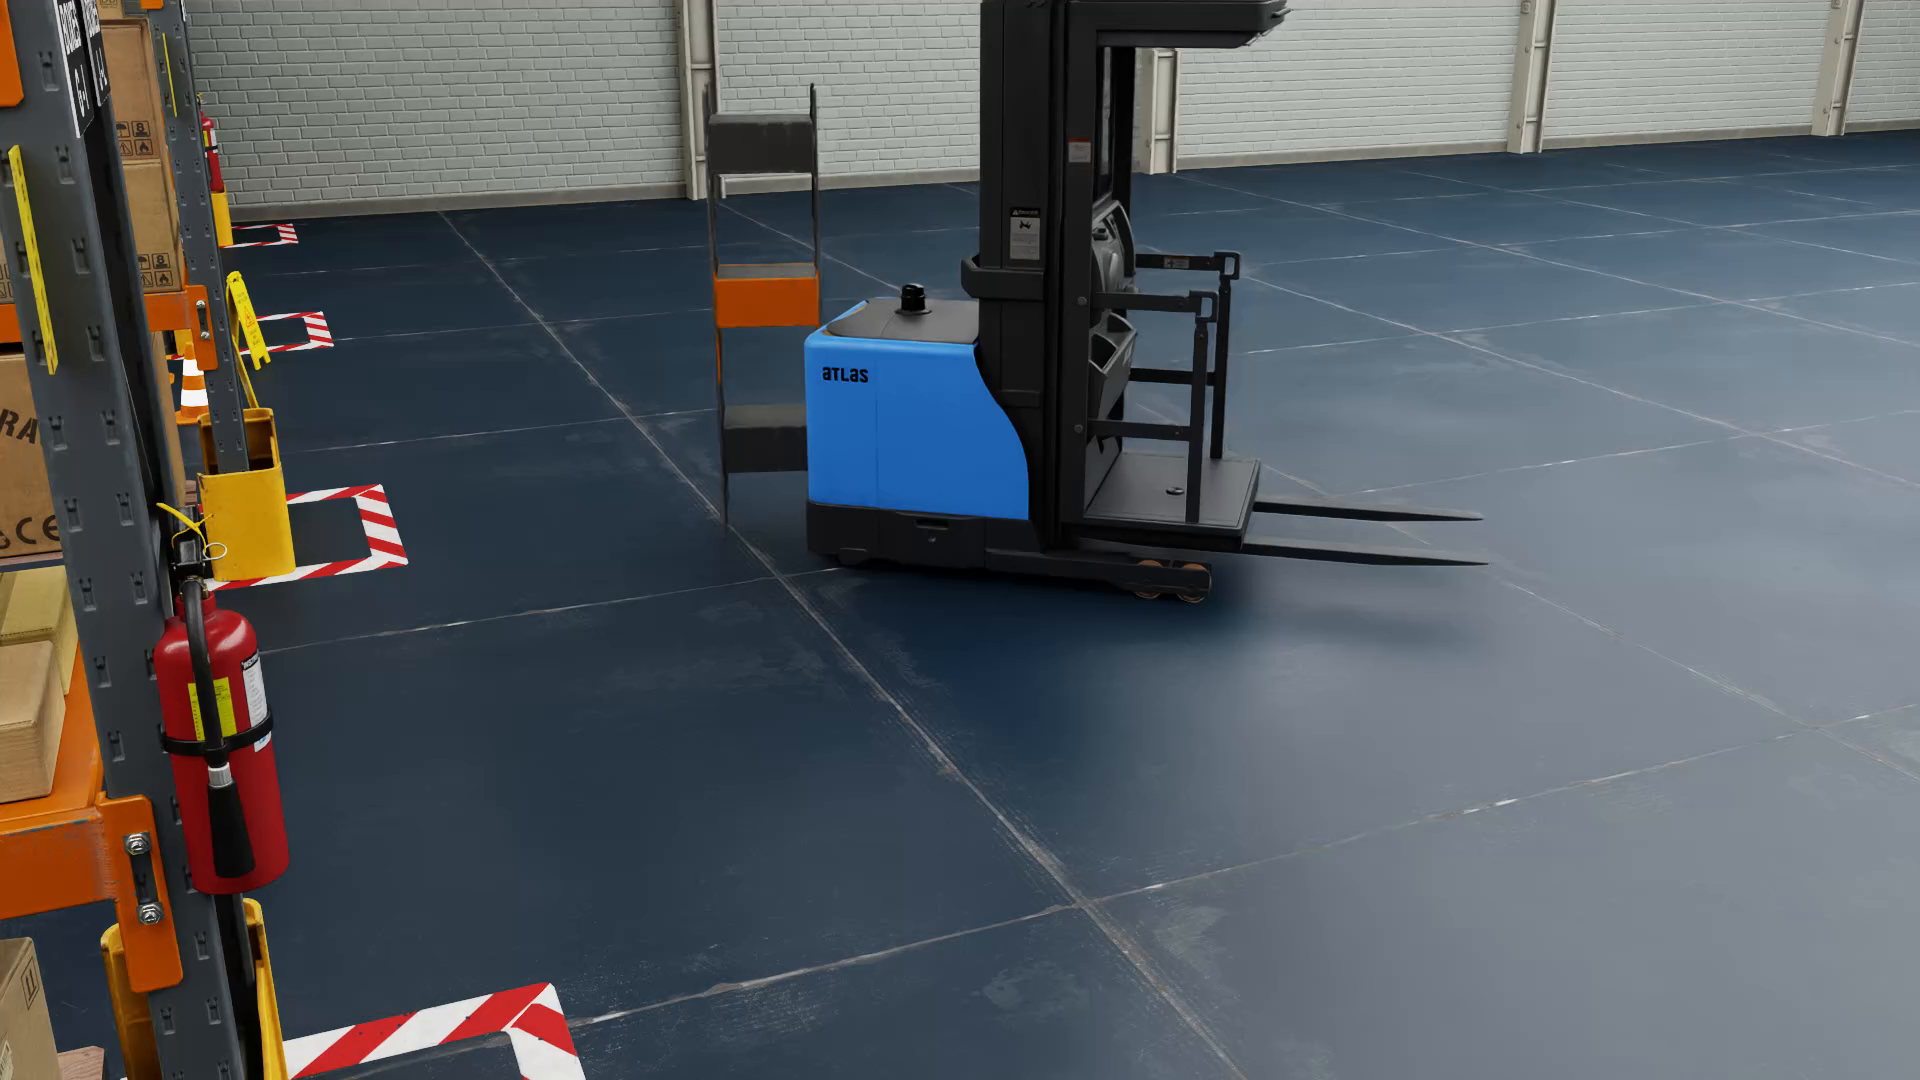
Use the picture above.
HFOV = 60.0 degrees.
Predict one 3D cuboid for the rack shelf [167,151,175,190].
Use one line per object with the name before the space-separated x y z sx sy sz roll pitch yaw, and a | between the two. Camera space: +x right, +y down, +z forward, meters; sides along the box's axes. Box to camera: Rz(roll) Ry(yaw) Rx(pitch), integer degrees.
rack shelf | -7.331 -2.308 11.145 4.000 0.370 1.077 -8 21 -22

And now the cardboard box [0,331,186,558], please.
cardboard box | -4.037 -0.501 7.496 0.875 0.875 0.875 -8 21 -22

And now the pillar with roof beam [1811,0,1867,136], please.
pillar with roof beam | 15.282 -9.281 20.833 0.400 9.000 9.100 -8 21 -22

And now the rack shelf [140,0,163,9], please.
rack shelf | -5.277 -2.227 6.397 4.000 0.370 1.077 -8 21 -22

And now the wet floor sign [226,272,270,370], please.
wet floor sign | -4.896 -1.499 11.308 0.232 0.644 0.267 -1 19 -3

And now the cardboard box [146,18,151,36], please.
cardboard box | -7.709 -4.806 15.580 0.250 0.149 0.380 -8 21 -22

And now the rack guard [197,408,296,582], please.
rack guard | -3.419 -0.239 7.947 0.348 0.500 1.175 -8 21 -22

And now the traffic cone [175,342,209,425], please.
traffic cone | -4.626 -0.971 10.082 0.334 0.463 0.336 -8 21 -22

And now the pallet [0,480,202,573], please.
pallet | -4.144 0.030 7.620 1.213 0.211 1.003 -8 21 -22

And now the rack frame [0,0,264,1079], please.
rack frame | -1.570 0.110 3.192 0.053 2.616 0.949 -8 21 -22

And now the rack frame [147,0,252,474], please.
rack frame | -3.441 -1.415 7.523 0.127 3.000 1.000 -8 21 -22

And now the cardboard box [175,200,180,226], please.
cardboard box | -7.770 -3.167 16.008 0.500 0.250 0.500 -8 21 -22

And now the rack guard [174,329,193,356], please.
rack guard | -5.564 -1.722 12.159 0.348 0.500 1.175 -8 21 -22

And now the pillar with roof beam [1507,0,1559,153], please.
pillar with roof beam | 9.773 -8.492 18.591 0.400 9.000 9.100 -8 21 -22

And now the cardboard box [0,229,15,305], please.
cardboard box | -4.260 -1.344 7.096 0.550 0.550 0.875 -8 21 -22

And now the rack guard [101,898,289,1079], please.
rack guard | -1.639 1.300 3.576 0.348 0.500 1.175 -8 21 -22

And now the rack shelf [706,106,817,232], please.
rack shelf | -0.910 -1.714 7.661 0.480 0.518 0.431 -2 20 -6

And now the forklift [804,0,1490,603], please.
forklift | 0.866 -1.304 7.313 3.031 2.935 1.130 5 20 13

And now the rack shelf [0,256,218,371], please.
rack shelf | -5.277 -0.812 6.895 4.000 0.370 1.077 -8 21 -22

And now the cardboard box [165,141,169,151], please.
cardboard box | -7.763 -3.641 15.849 0.500 0.250 0.500 -7 21 -20

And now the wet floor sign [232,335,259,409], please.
wet floor sign | -4.199 -0.912 9.640 0.232 0.644 0.267 -12 23 -31

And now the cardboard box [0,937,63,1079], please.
cardboard box | -2.149 1.169 3.316 0.500 0.500 0.500 -4 20 -12

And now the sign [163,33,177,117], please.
sign | -3.239 -1.905 6.816 0.005 0.325 0.100 -8 21 -22

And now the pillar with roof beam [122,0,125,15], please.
pillar with roof beam | -6.755 -6.124 11.866 0.400 9.000 9.100 -8 21 -22

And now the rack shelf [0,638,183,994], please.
rack shelf | -3.405 0.714 2.562 4.000 0.370 1.077 -8 21 -22

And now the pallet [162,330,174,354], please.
pallet | -6.324 -1.489 11.934 1.213 0.211 1.003 -8 21 -22

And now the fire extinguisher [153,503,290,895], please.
fire extinguisher | -1.281 0.273 2.846 0.183 0.674 0.296 -8 21 -22

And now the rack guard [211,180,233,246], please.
rack guard | -7.442 -3.248 16.494 0.348 0.500 1.175 -8 21 -22

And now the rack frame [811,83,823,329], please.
rack frame | -0.668 -1.075 7.914 0.015 2.100 0.400 -2 20 -6

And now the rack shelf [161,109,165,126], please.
rack shelf | -9.300 -3.822 15.442 4.000 0.370 1.077 -8 21 -22

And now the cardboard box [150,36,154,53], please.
cardboard box | -7.671 -4.646 15.574 0.250 0.149 0.380 -8 21 -21

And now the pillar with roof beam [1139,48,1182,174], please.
pillar with roof beam | 4.263 -7.703 16.349 0.400 9.000 9.100 -8 21 -22

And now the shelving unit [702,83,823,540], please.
shelving unit | -0.910 -1.066 7.889 0.503 2.100 0.431 -2 20 -6

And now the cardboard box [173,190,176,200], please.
cardboard box | -7.787 -3.402 15.921 0.500 0.250 0.500 -8 21 -23

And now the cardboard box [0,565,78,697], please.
cardboard box | -1.925 0.195 3.331 0.250 0.149 0.380 -8 21 -22

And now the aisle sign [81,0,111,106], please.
aisle sign | -1.631 -1.215 3.041 0.004 0.787 0.394 -8 21 -22

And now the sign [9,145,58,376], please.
sign | -1.368 -0.412 2.457 0.005 0.325 0.100 -8 21 -22

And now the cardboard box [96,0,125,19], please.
cardboard box | -5.877 -3.436 11.161 0.500 0.500 0.700 -9 21 -23

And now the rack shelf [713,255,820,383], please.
rack shelf | -0.910 -1.053 7.893 0.480 0.518 0.431 -2 20 -6

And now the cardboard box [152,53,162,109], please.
cardboard box | -7.812 -4.326 15.642 0.500 0.500 0.500 -9 21 -23

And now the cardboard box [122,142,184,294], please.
cardboard box | -3.764 -1.423 7.320 0.550 0.550 0.875 -8 21 -22

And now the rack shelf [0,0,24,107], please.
rack shelf | -3.405 -0.701 2.064 4.000 0.370 1.077 -8 21 -22

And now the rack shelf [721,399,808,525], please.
rack shelf | -0.910 -0.393 8.126 0.480 0.518 0.431 -2 20 -6

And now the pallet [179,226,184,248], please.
pallet | -8.150 -2.995 16.211 1.213 0.211 1.003 -8 21 -22

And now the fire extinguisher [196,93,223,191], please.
fire extinguisher | -5.207 -2.749 11.429 0.183 0.674 0.296 -8 21 -22

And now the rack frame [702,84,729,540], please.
rack frame | -1.153 -1.057 7.864 0.015 2.100 0.400 -2 20 -6

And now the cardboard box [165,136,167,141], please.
cardboard box | -7.980 -3.791 16.275 0.500 0.250 0.500 -8 21 -23

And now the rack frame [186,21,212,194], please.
rack frame | -7.464 -4.424 16.070 0.127 3.000 1.000 -8 21 -22

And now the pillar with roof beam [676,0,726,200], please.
pillar with roof beam | -1.246 -6.913 14.107 0.400 9.000 9.100 -8 21 -22

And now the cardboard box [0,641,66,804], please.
cardboard box | -1.749 0.330 2.946 0.250 0.149 0.380 -8 21 -22

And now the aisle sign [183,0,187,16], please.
aisle sign | -3.495 -2.742 7.378 0.004 0.787 0.394 -8 21 -22

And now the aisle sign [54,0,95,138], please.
aisle sign | -1.393 -1.032 2.521 0.004 0.787 0.394 -8 21 -22

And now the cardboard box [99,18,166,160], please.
cardboard box | -3.797 -1.958 7.214 0.550 0.550 0.875 -8 21 -22

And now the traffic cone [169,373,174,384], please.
traffic cone | -5.378 -1.264 10.916 0.334 0.463 0.336 -8 21 -22

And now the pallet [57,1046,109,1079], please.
pallet | -2.399 1.533 3.351 1.213 0.211 1.003 -8 21 -22

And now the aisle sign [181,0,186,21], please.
aisle sign | -3.257 -2.559 6.858 0.004 0.787 0.394 -8 21 -22
